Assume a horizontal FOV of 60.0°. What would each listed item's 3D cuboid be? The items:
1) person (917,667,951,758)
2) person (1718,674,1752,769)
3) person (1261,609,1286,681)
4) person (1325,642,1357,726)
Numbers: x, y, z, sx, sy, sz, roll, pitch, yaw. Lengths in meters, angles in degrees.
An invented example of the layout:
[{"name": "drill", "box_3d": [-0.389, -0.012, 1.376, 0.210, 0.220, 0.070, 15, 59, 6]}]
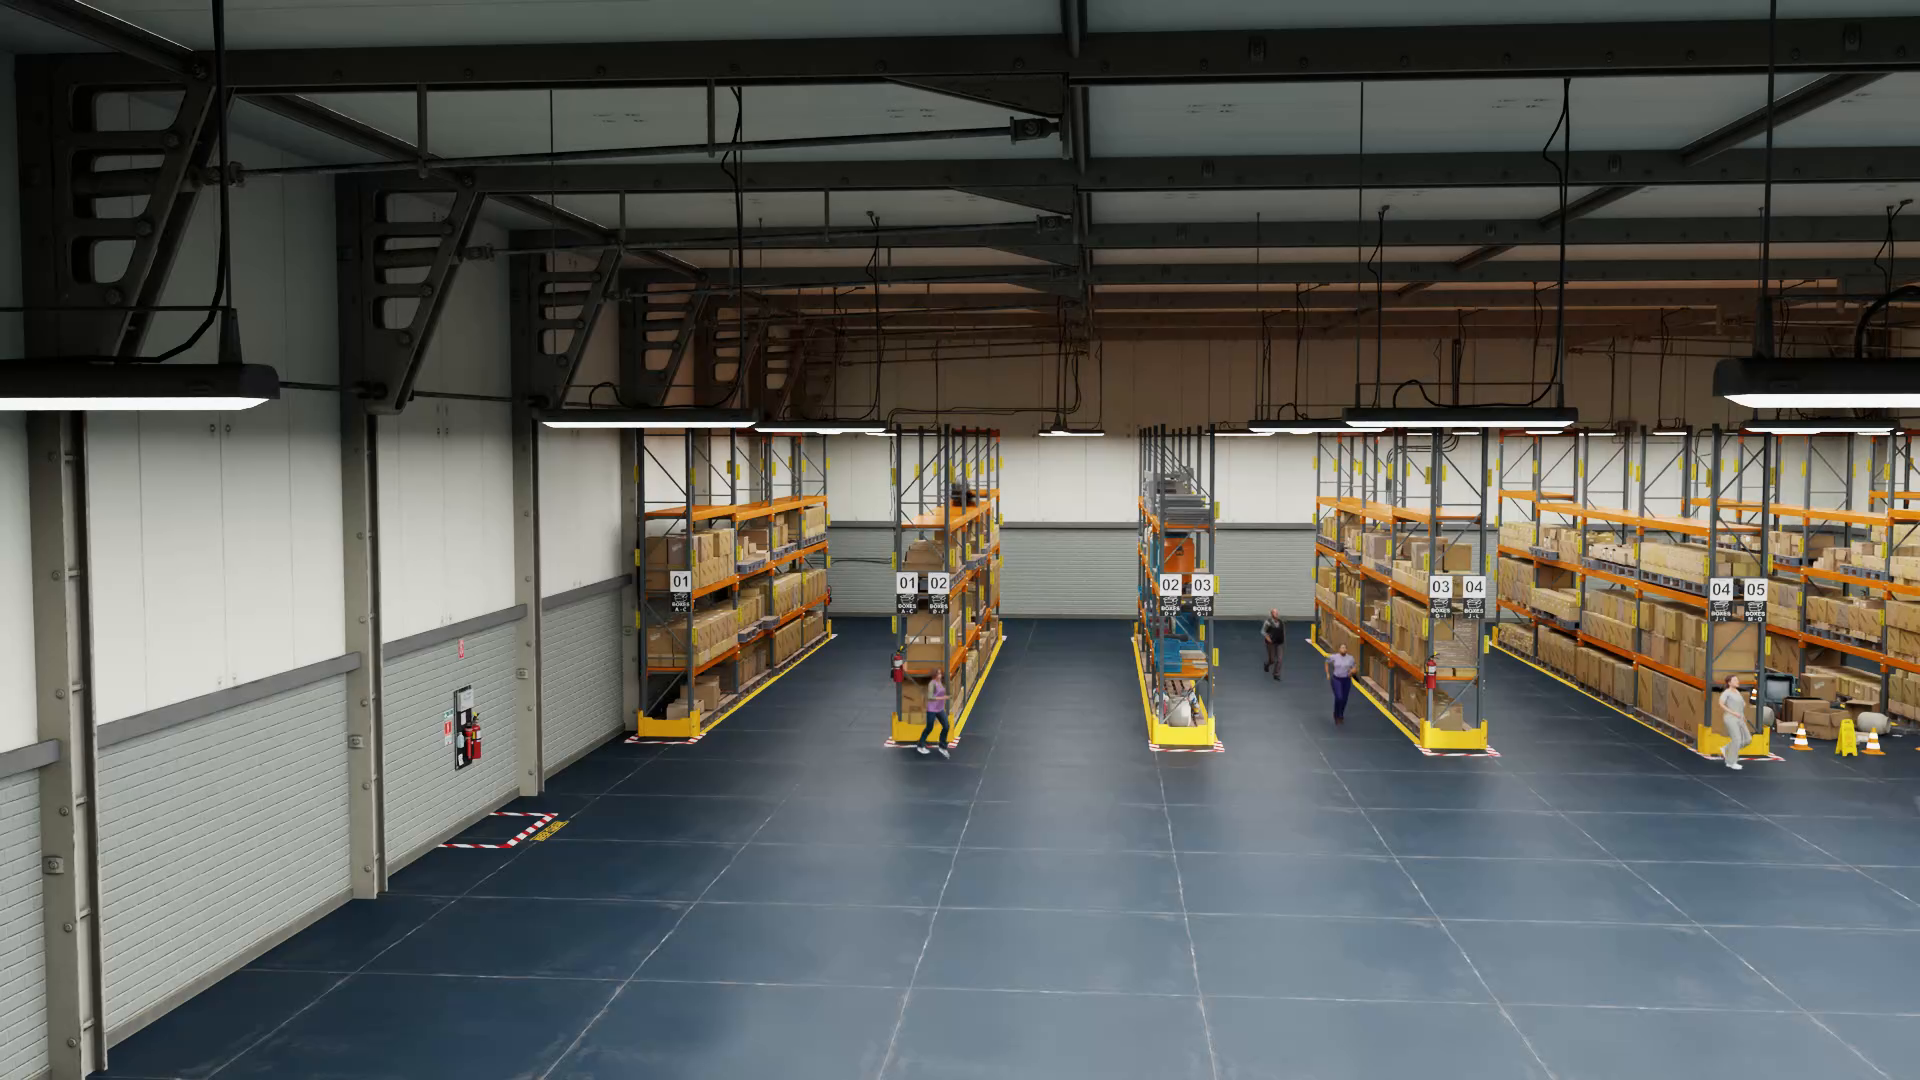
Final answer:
[{"name": "person", "box_3d": [-0.440, 3.101, 29.890, 0.705, 1.642, 0.540, 2, 4, 34]}, {"name": "person", "box_3d": [13.461, 3.154, 28.932, 0.643, 1.631, 0.522, -2, 4, -33]}, {"name": "person", "box_3d": [7.488, 2.474, 39.586, 0.659, 1.690, 0.765, -1, 4, -11]}, {"name": "person", "box_3d": [7.641, 2.891, 33.294, 0.570, 1.675, 0.796, 0, 3, -4]}]
